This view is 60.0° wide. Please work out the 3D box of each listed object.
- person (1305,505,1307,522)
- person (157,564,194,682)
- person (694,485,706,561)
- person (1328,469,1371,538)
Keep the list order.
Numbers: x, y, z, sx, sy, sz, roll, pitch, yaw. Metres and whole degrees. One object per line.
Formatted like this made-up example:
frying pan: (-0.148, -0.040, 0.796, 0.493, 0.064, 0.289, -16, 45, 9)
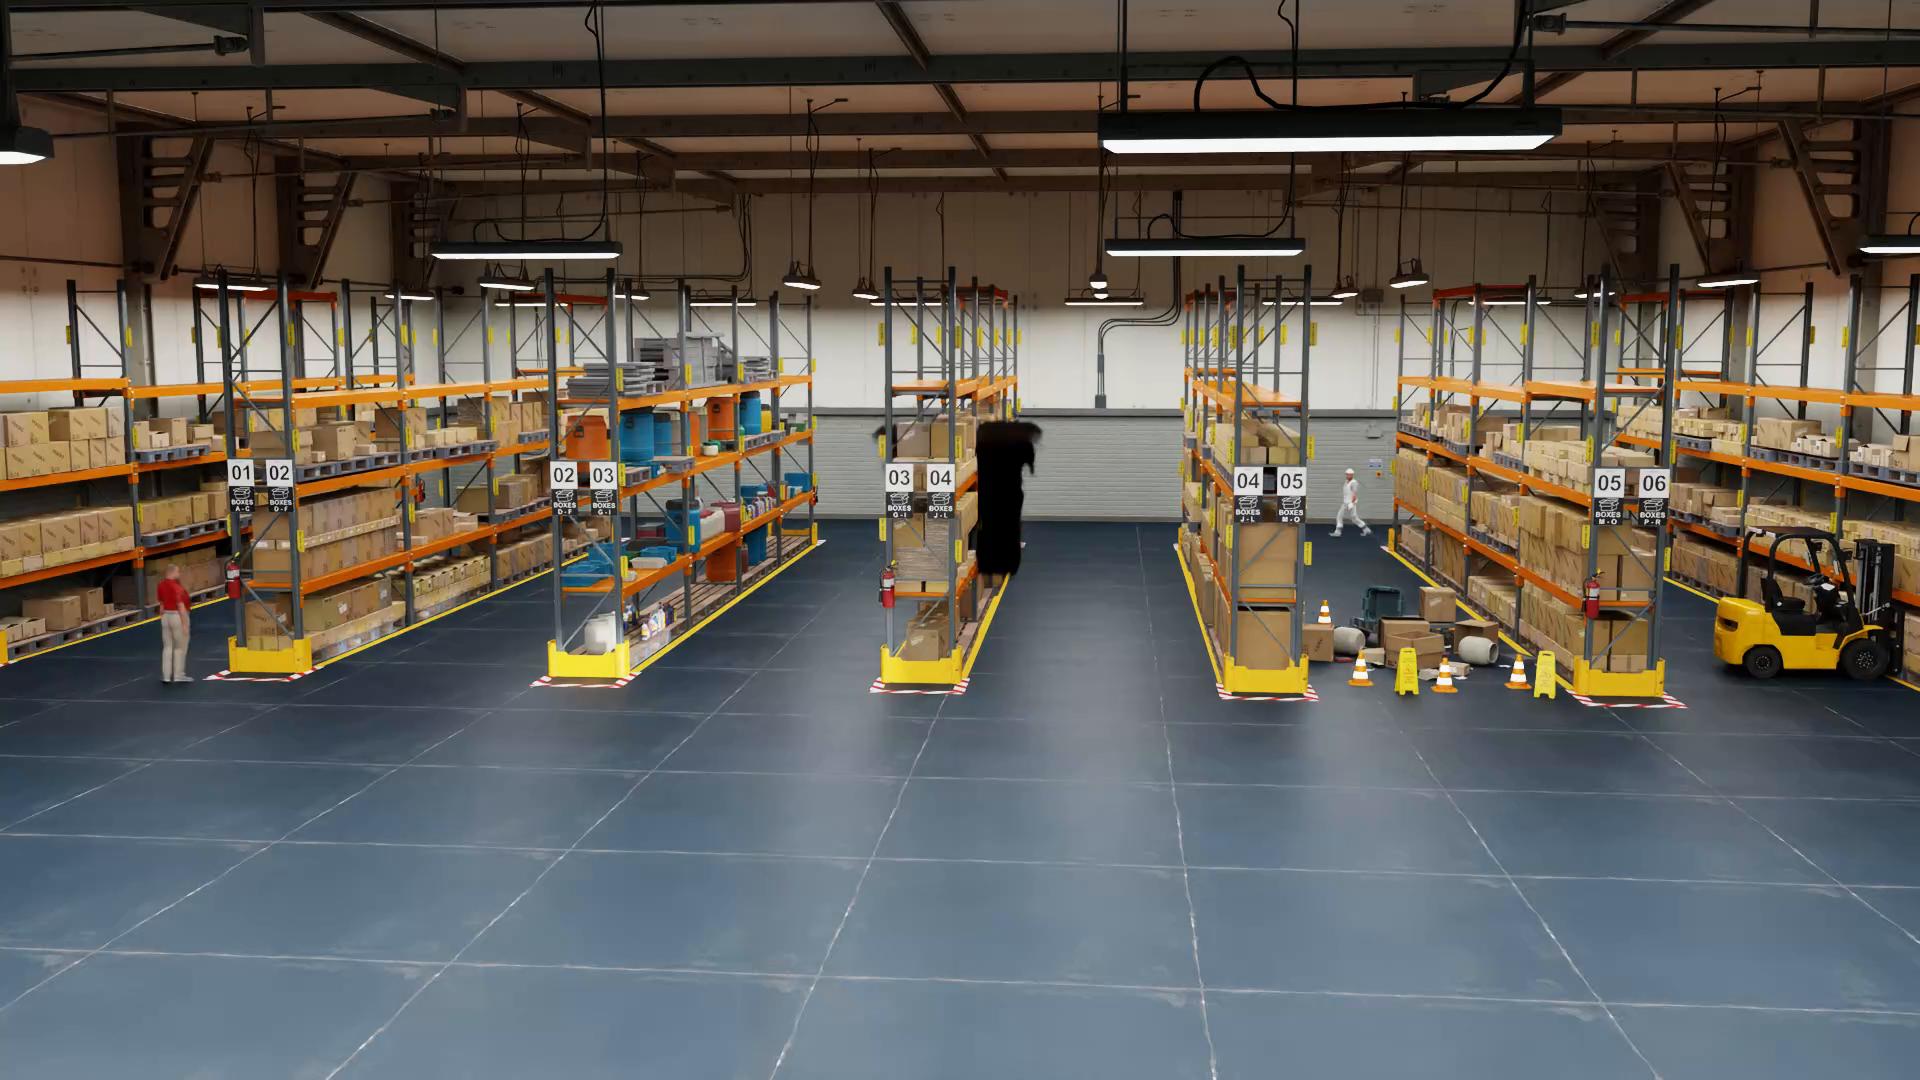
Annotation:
person: (7.699, -0.390, 37.854, 0.367, 1.602, 0.468, 2, 7, 17)
person: (-11.450, 1.215, 24.240, 0.591, 1.748, 0.411, 3, 8, 23)
person: (-5.939, -0.403, 37.681, 0.491, 1.702, 0.493, 2, 7, 17)
person: (9.763, -0.919, 41.656, 1.006, 1.745, 0.692, 0, 7, 3)
